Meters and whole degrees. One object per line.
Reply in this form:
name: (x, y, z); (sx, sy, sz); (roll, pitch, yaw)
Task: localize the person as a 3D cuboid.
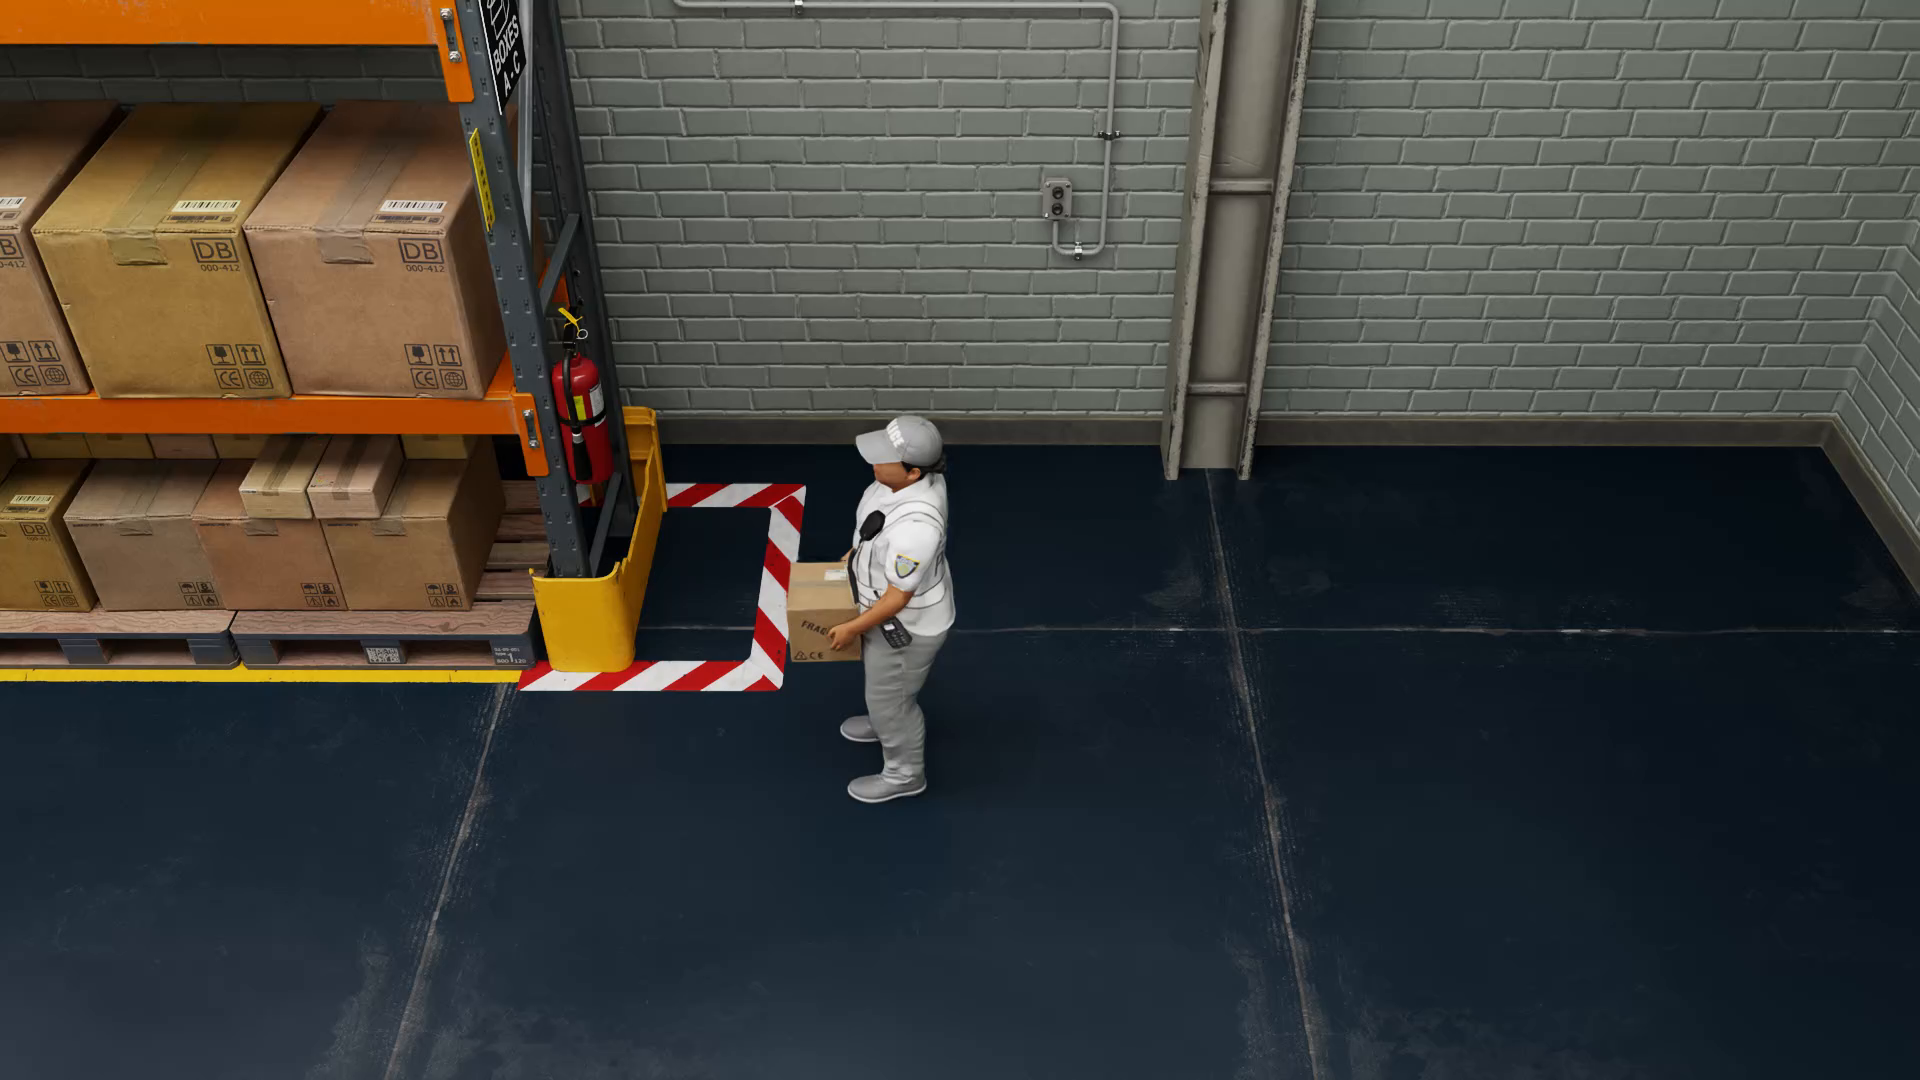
person: (-0.251, 0.242, 5.859); (0.466, 1.670, 0.528); (-2, 40, -2)
